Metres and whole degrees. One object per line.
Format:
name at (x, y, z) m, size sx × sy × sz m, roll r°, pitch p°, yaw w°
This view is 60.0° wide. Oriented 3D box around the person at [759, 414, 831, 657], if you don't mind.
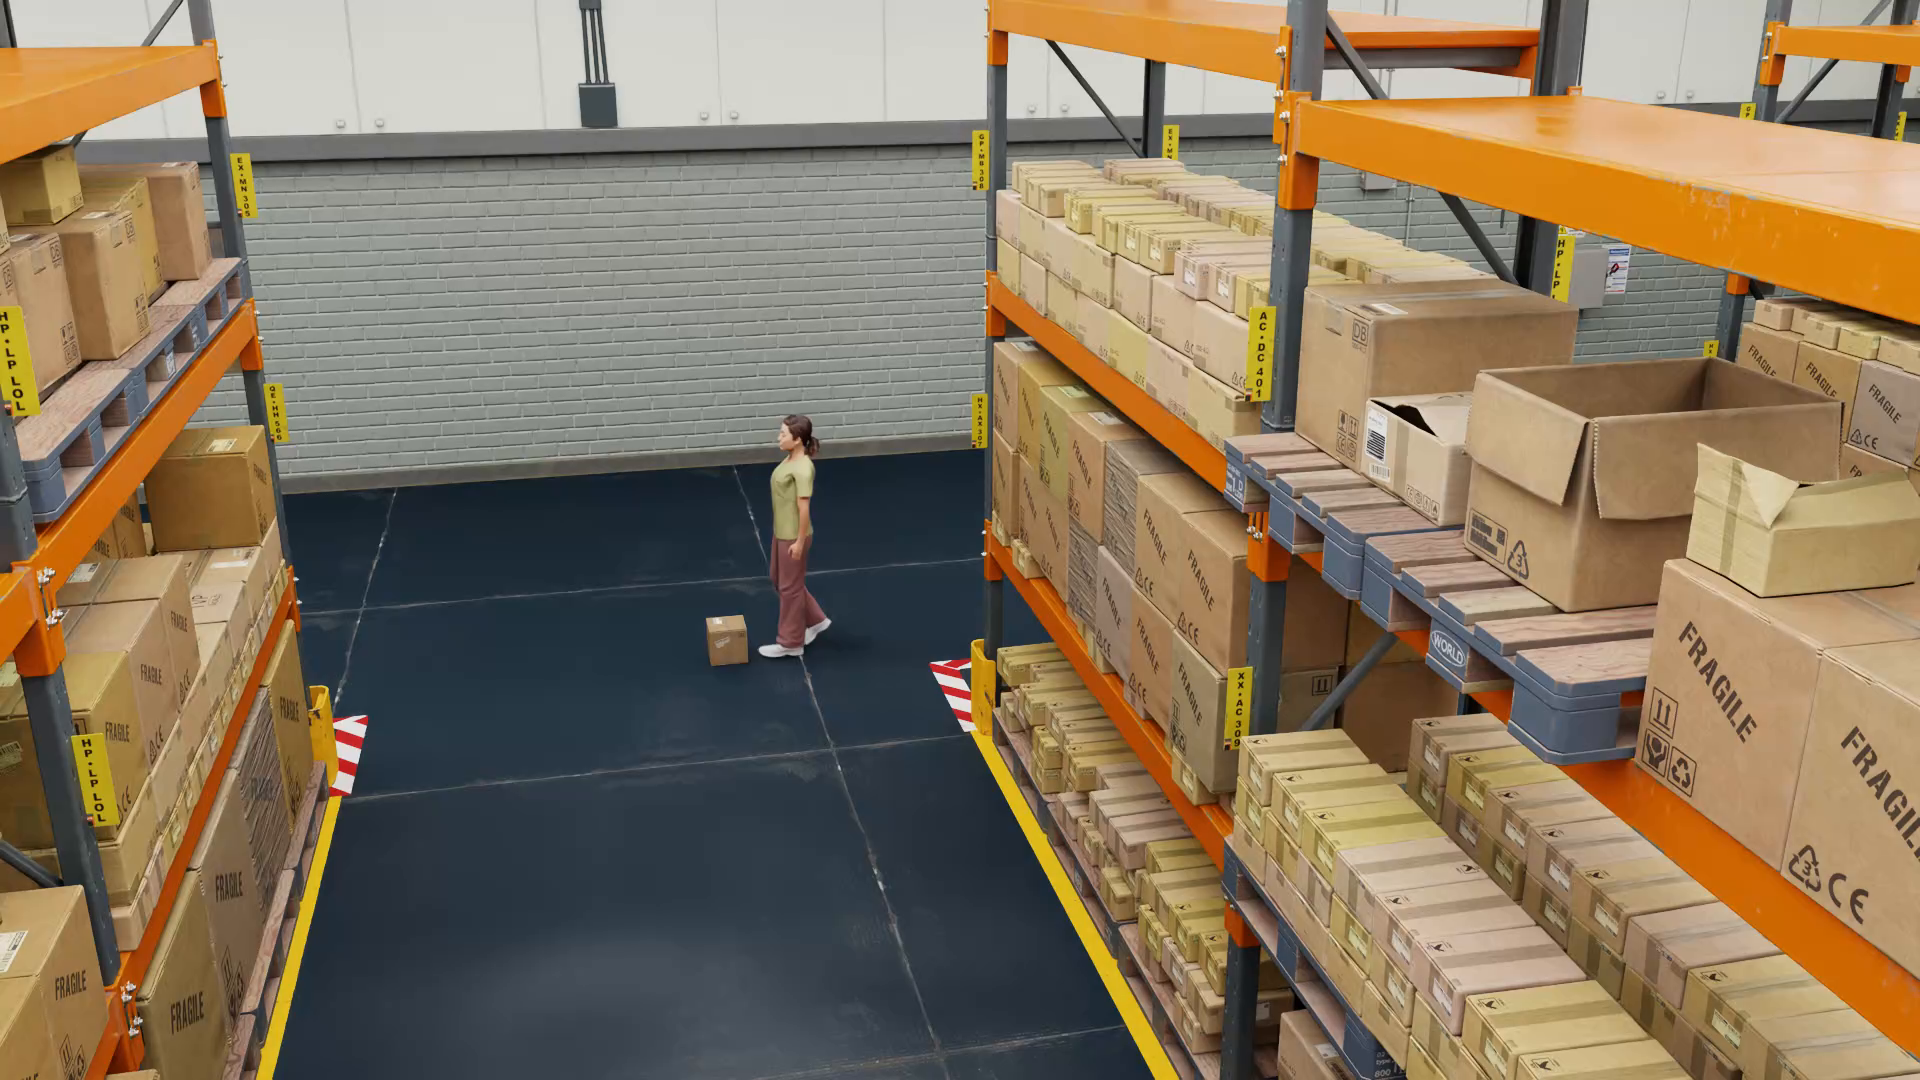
person at (-1.122, -0.011, 11.139) m, size 0.525 × 1.702 × 0.449 m, roll -4°, pitch 20°, yaw -12°
